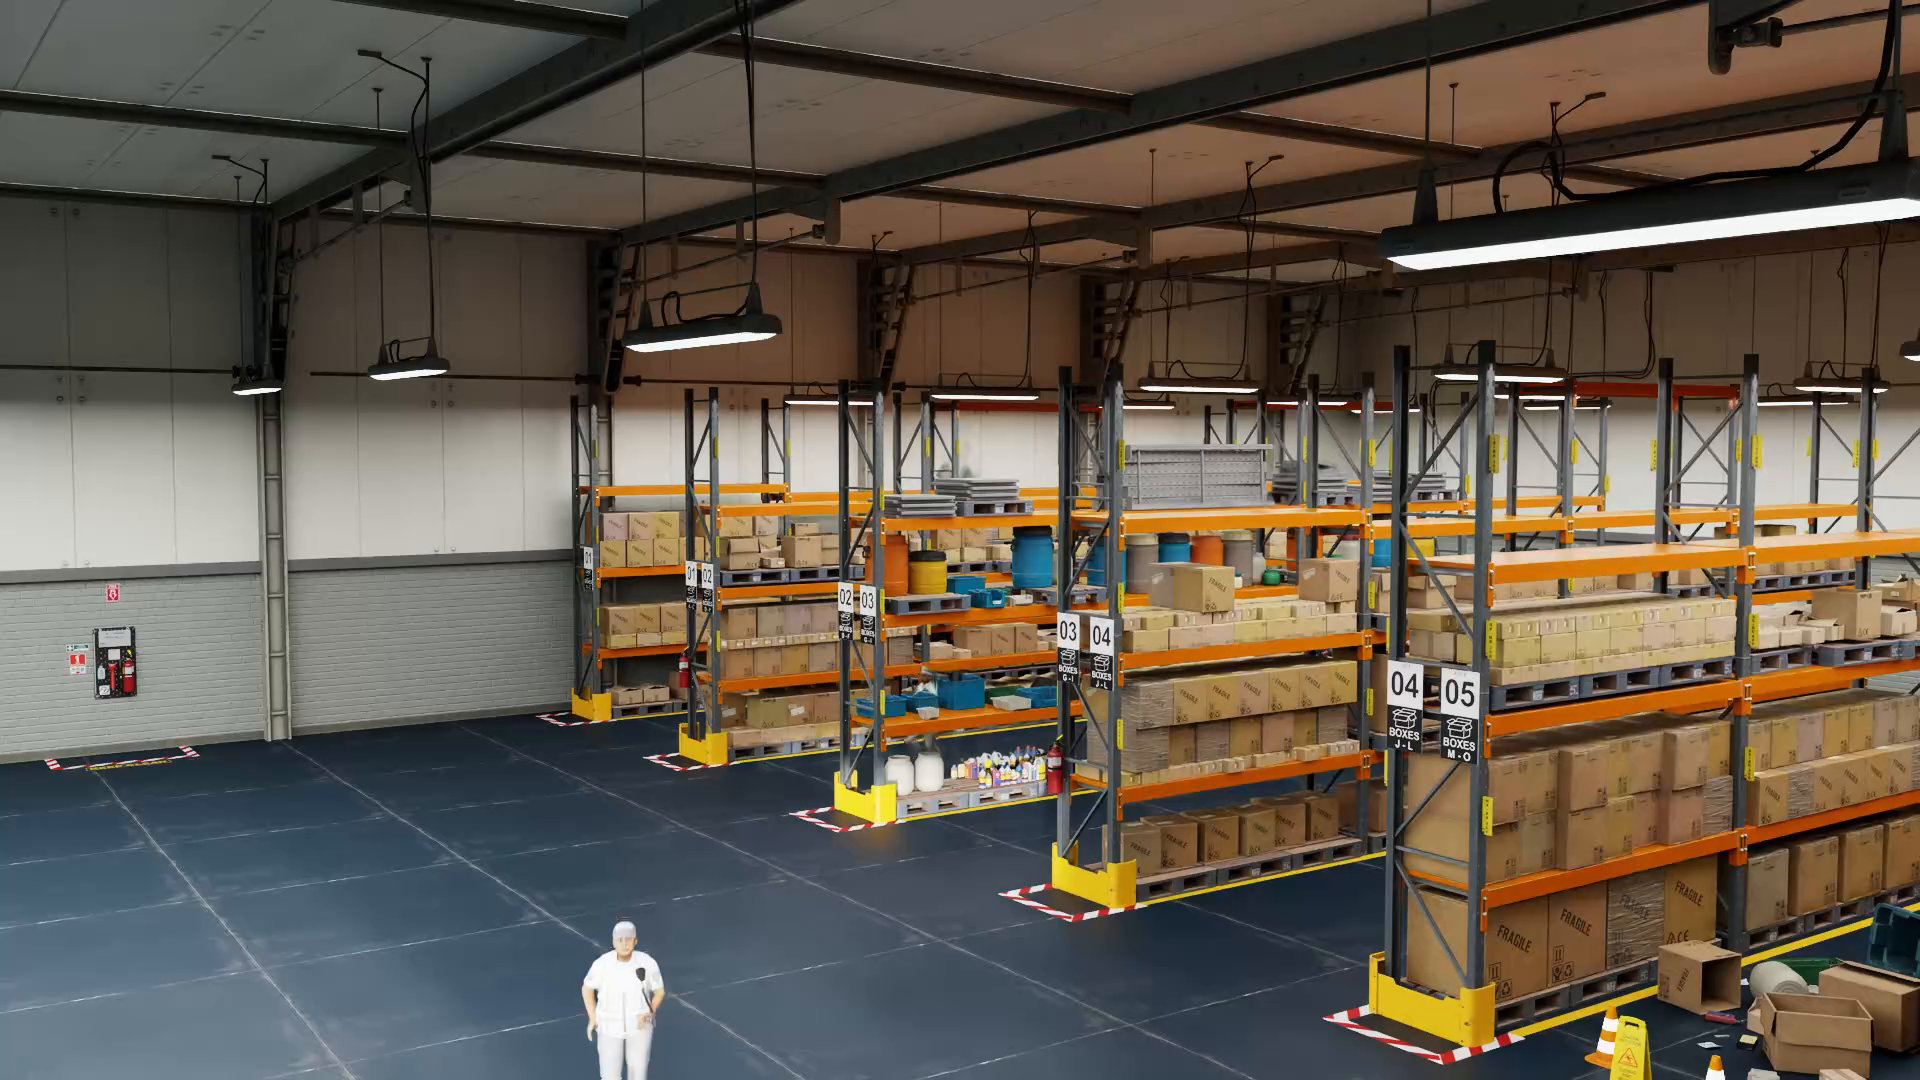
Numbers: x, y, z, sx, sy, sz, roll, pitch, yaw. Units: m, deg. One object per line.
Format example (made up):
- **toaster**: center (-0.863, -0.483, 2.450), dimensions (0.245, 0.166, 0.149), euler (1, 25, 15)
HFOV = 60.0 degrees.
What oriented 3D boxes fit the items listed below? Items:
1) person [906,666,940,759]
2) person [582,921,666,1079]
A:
- **person**: center (-0.561, 2.778, 25.643), dimensions (0.546, 1.695, 0.676), euler (3, 5, 44)
- **person**: center (-2.473, 3.620, 12.258), dimensions (0.607, 1.624, 0.547), euler (-1, 4, -13)
